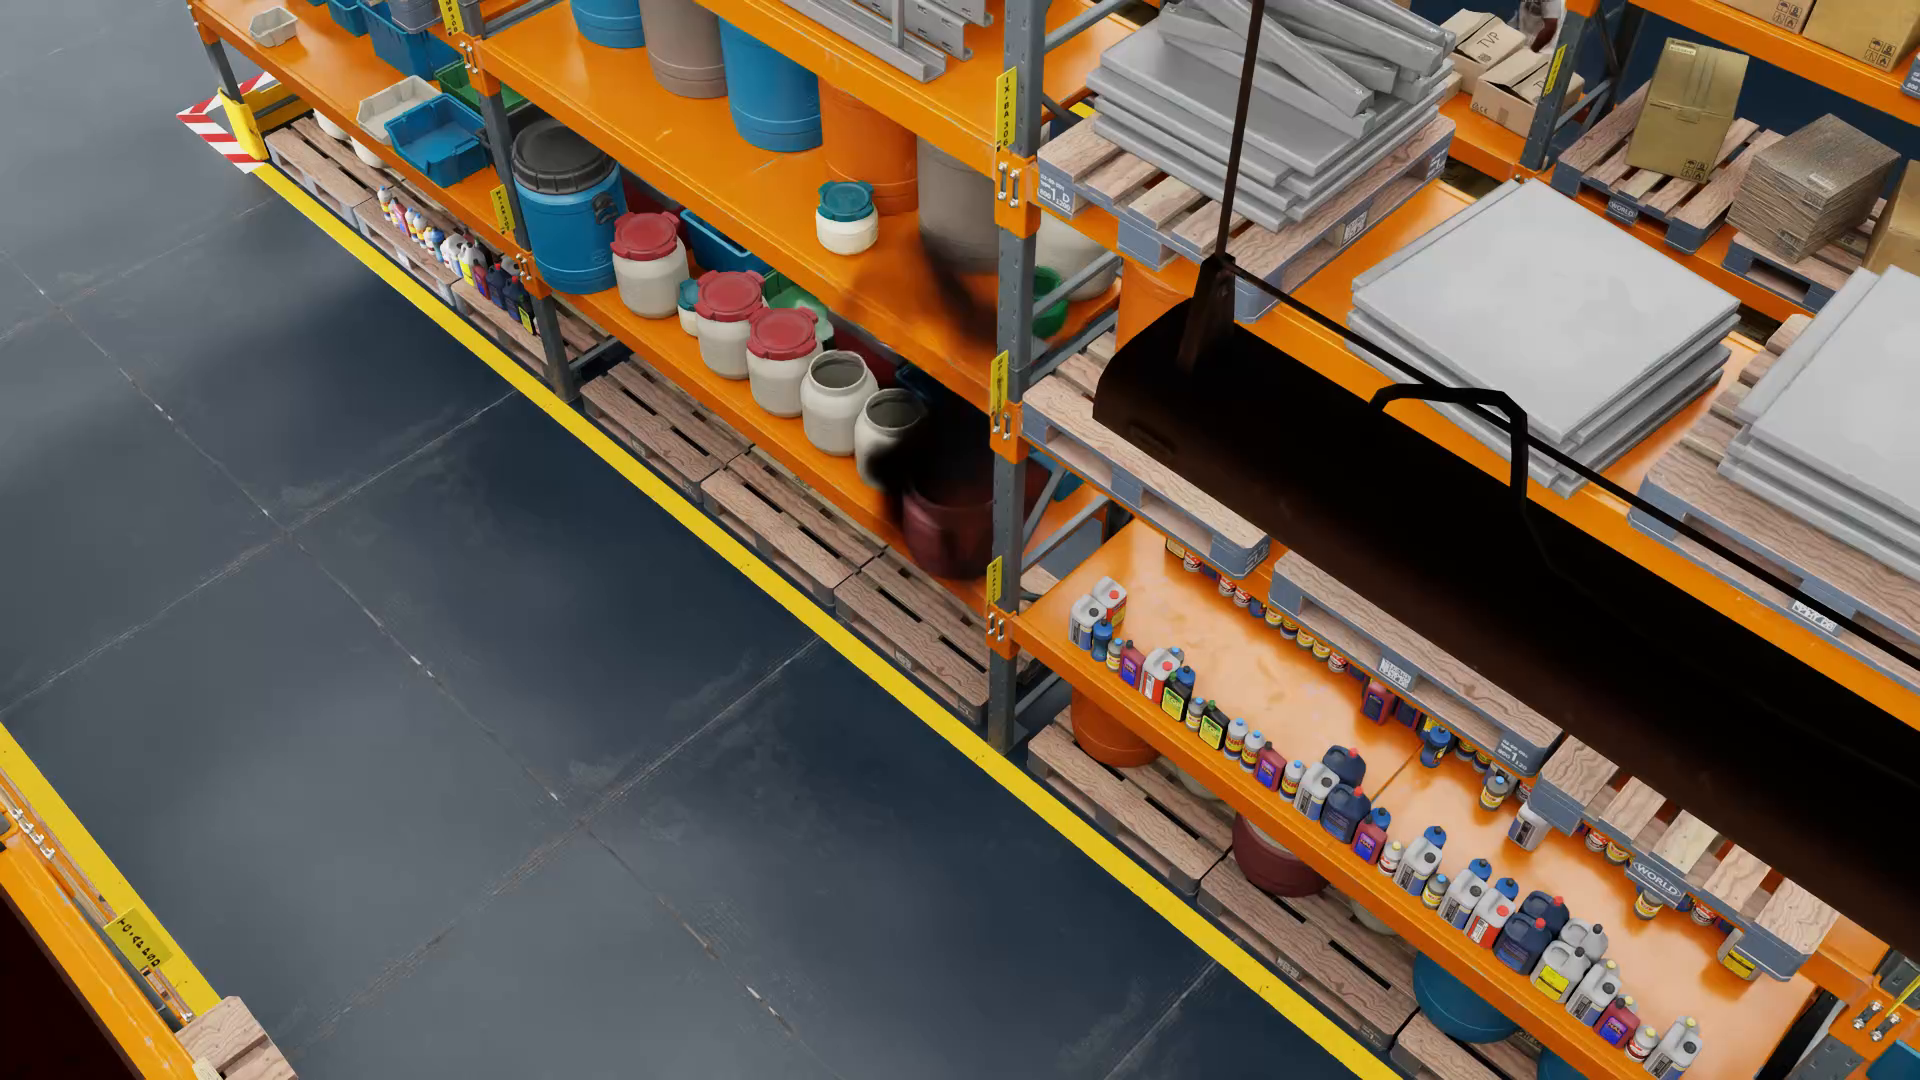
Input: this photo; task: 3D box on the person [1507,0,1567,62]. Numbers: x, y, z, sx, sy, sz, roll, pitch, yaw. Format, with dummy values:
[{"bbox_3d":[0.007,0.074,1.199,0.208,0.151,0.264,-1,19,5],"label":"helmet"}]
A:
[{"bbox_3d":[4.278,-3.670,12.334,0.576,1.736,0.684,36,59,26],"label":"person"}]
